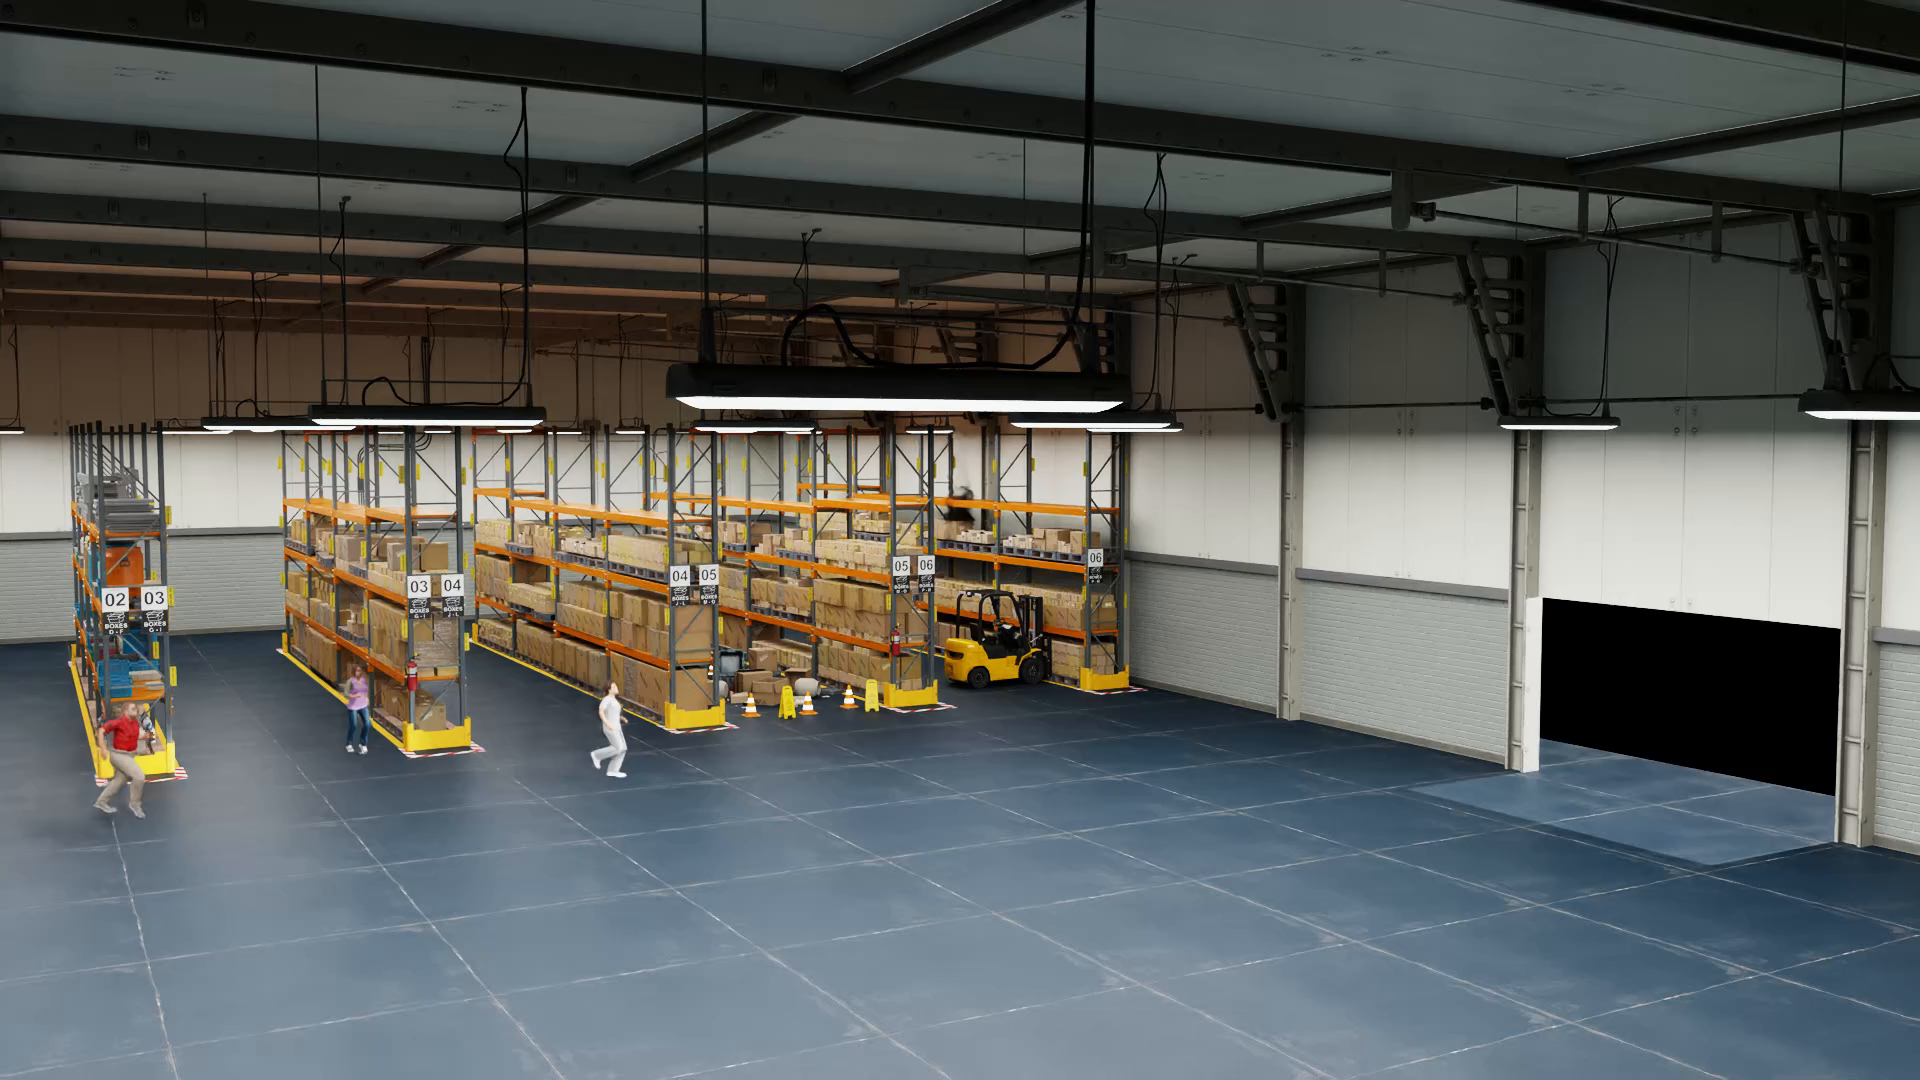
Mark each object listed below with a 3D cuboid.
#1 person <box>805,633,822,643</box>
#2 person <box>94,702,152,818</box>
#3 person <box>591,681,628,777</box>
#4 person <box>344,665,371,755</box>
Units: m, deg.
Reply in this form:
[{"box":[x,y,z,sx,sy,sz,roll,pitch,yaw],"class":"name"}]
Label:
[{"box":[-4.079,2.021,45.789,0.625,1.819,1.113,-3,4,-36],"class":"person"},{"box":[-12.626,3.331,25.054,0.876,1.775,0.686,0,4,-2],"class":"person"},{"box":[-5.915,3.186,28.047,0.569,1.627,0.601,0,4,7],"class":"person"},{"box":[-10.874,3.079,30.046,0.621,1.650,0.535,3,5,44],"class":"person"}]
